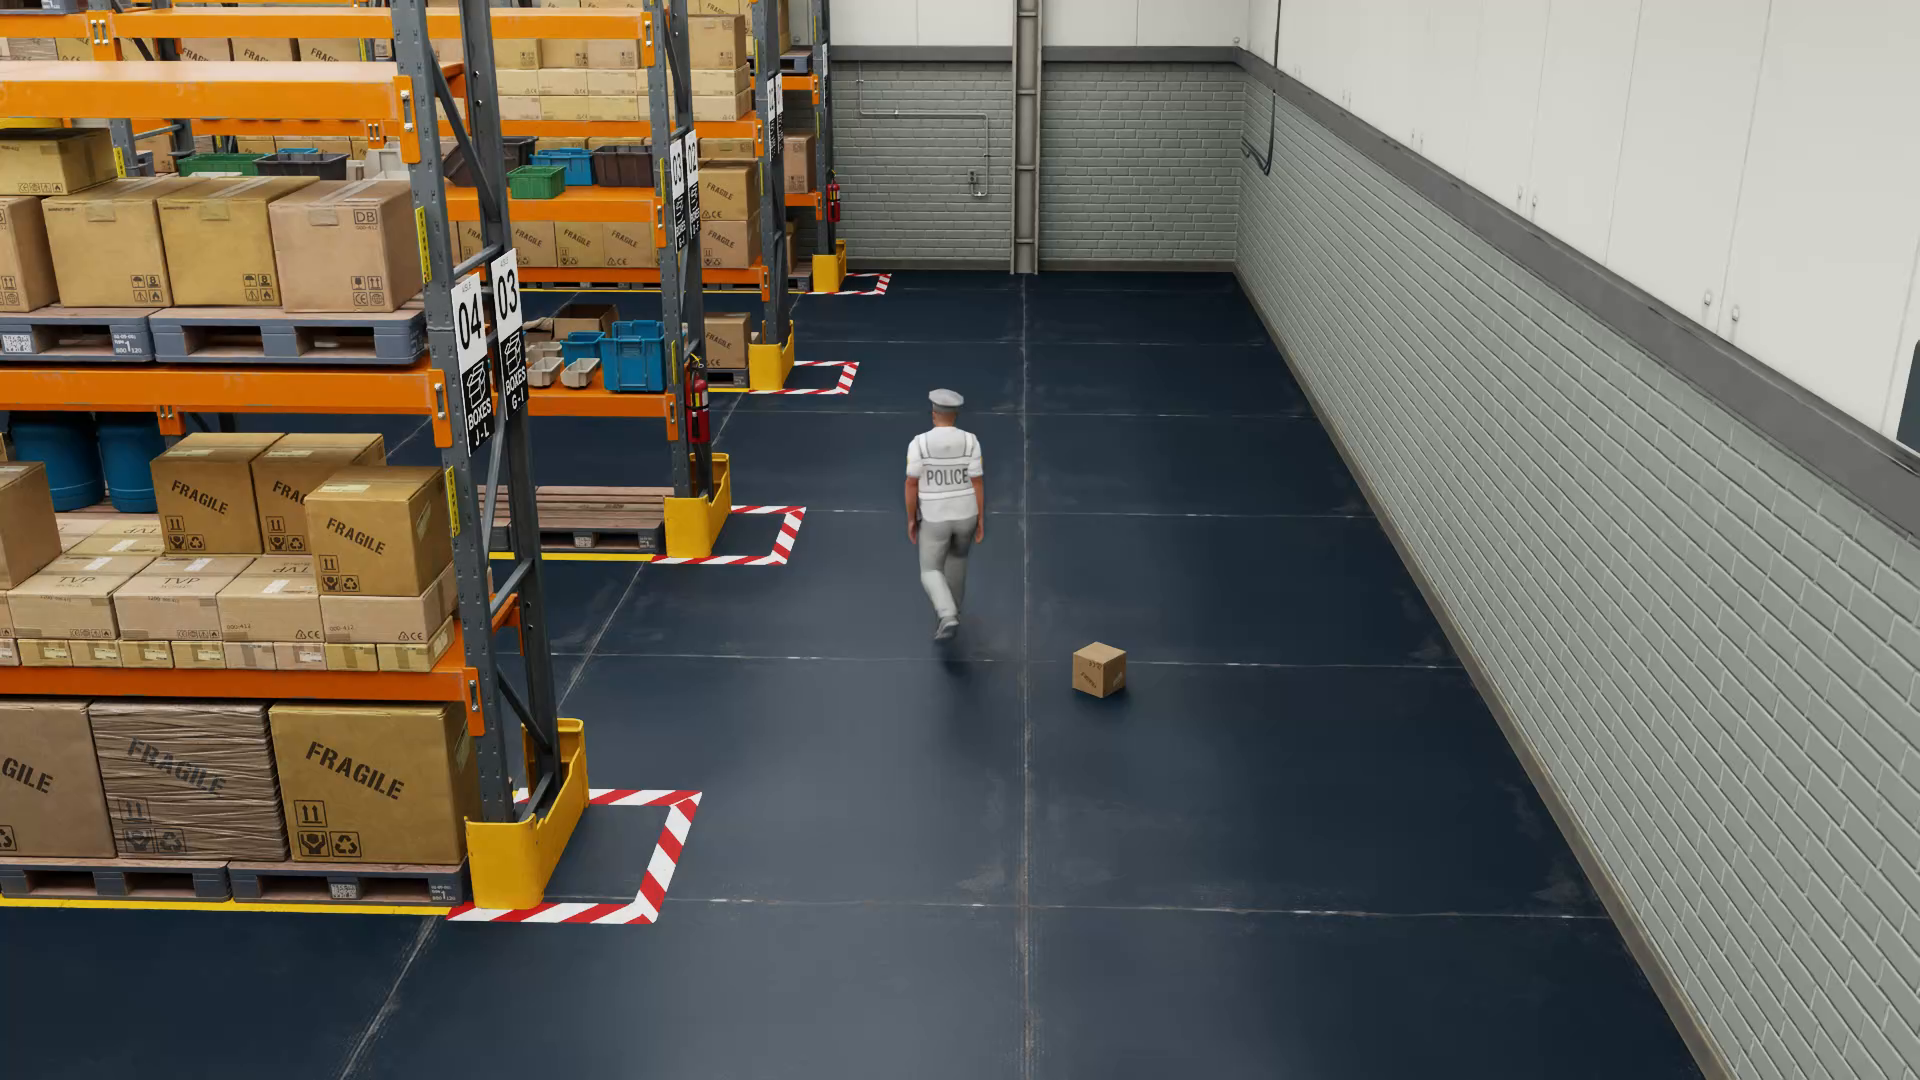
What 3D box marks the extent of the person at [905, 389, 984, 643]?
[{"bbox_3d":[-0.094,-0.150,11.475,0.542,1.701,0.981,-5,21,-13],"label":"person"}]
